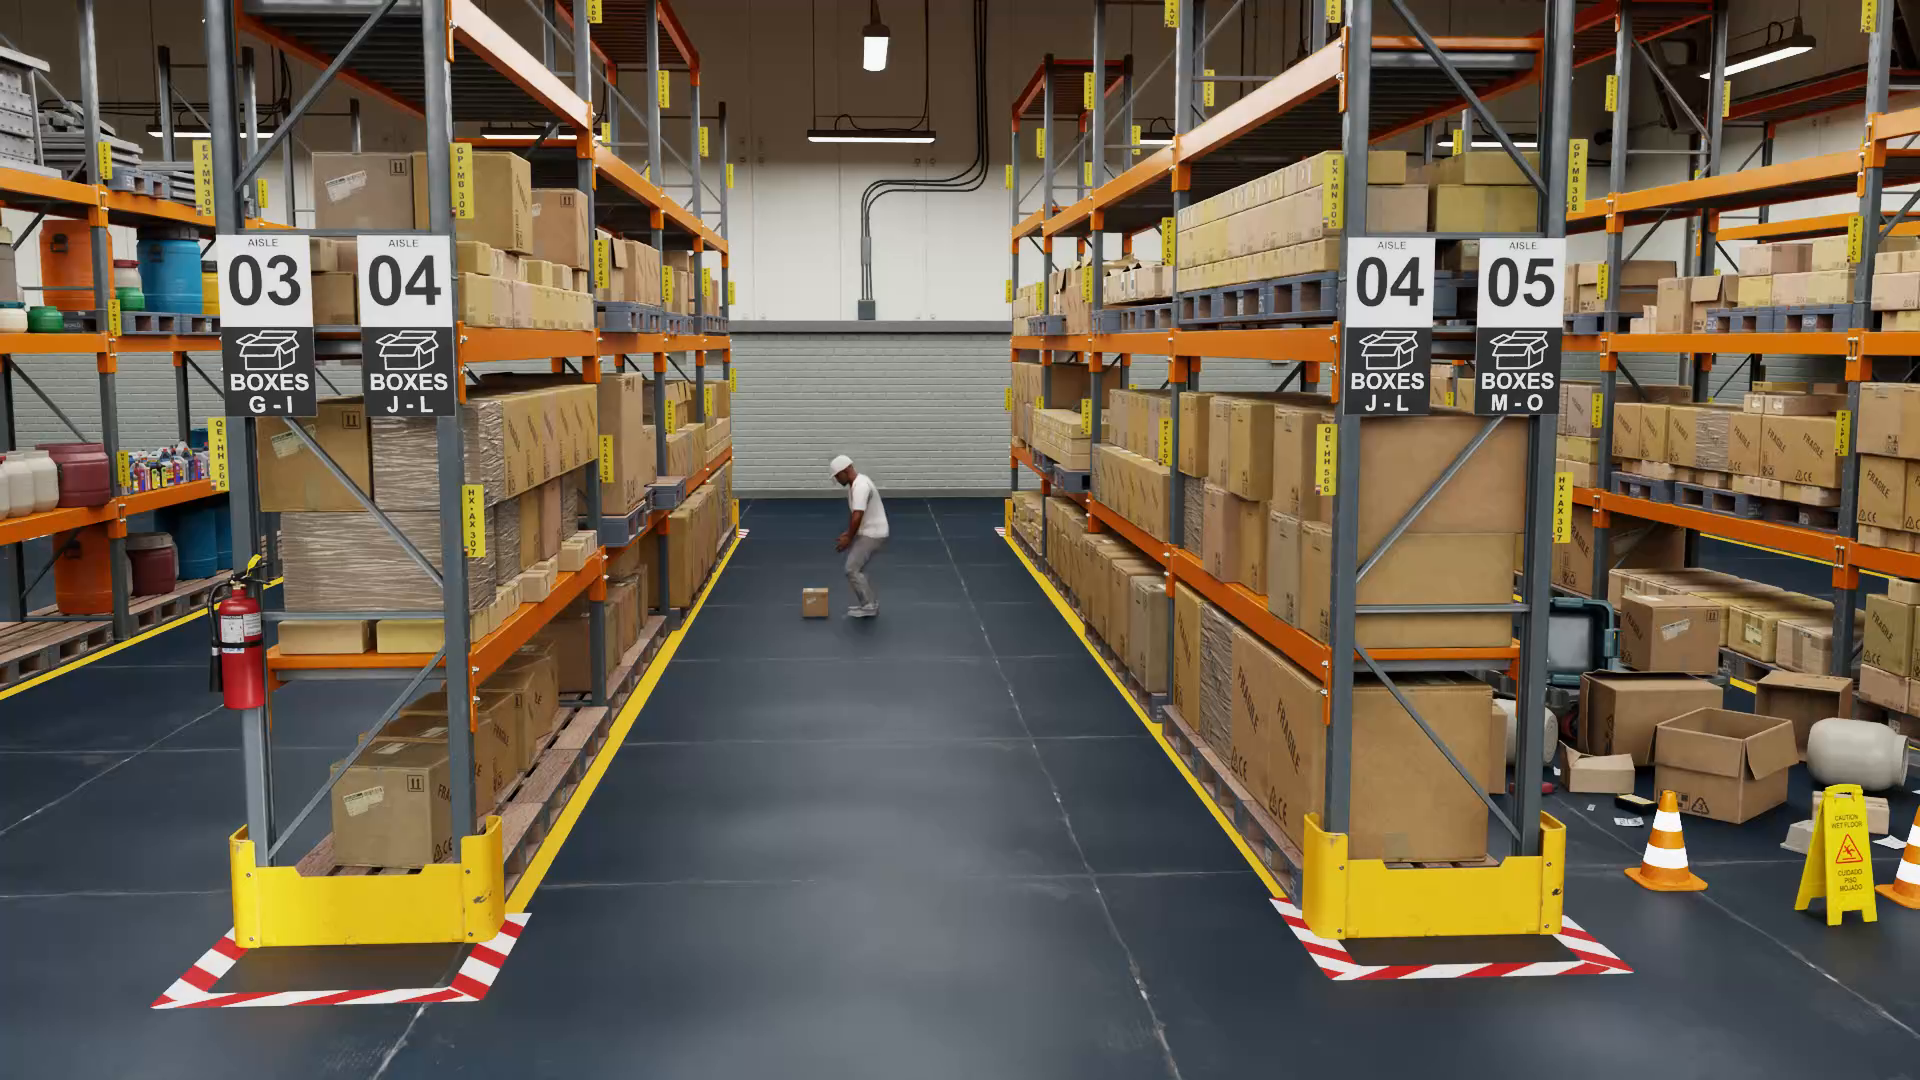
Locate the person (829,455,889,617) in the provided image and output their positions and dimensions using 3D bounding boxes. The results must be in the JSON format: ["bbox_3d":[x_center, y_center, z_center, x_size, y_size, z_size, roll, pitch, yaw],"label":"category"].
[{"bbox_3d":[-1.008,-0.044,16.668,0.599,1.613,0.616,0,7,-3],"label":"person"}]
